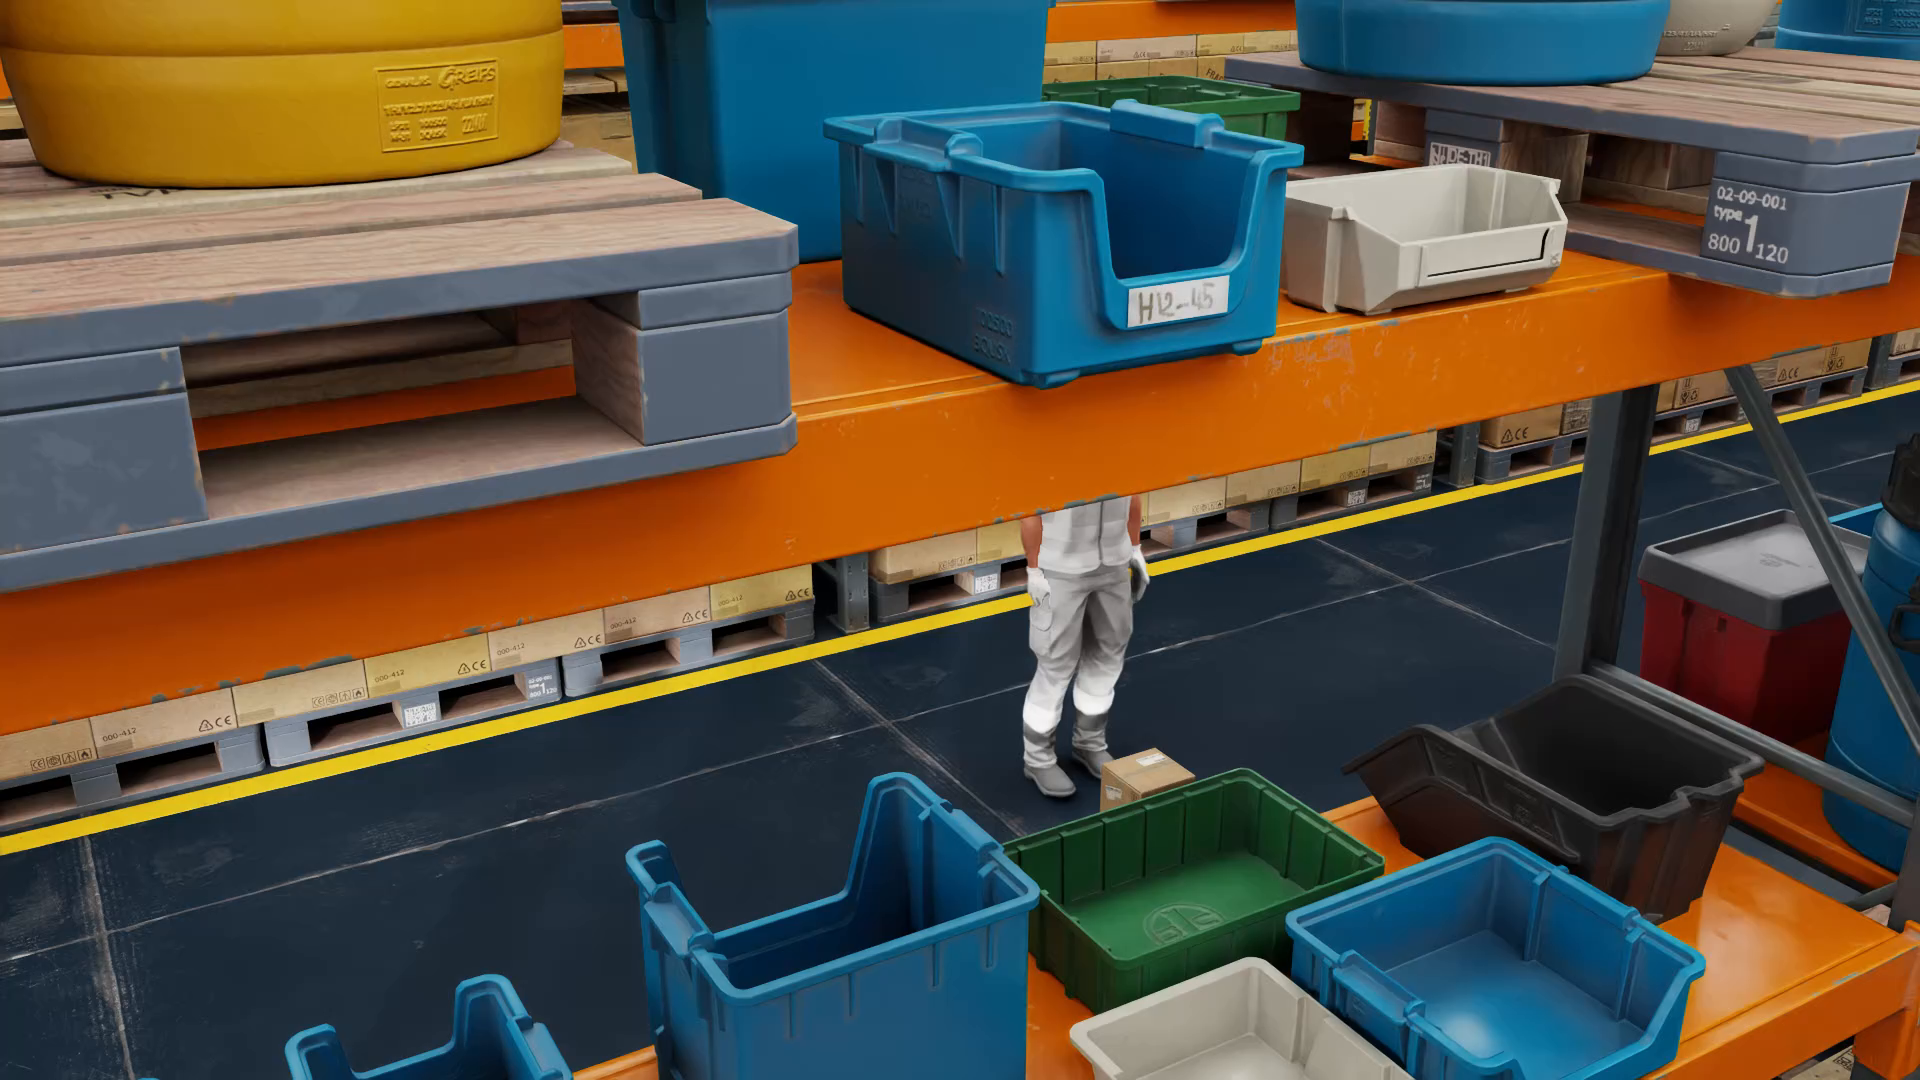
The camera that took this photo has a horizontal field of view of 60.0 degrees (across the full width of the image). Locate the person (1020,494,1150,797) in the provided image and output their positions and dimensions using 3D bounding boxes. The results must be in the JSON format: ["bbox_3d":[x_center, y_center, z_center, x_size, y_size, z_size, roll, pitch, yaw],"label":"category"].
[{"bbox_3d":[0.467,0.104,6.300,0.526,1.780,0.350,-12,24,-27],"label":"person"}]
